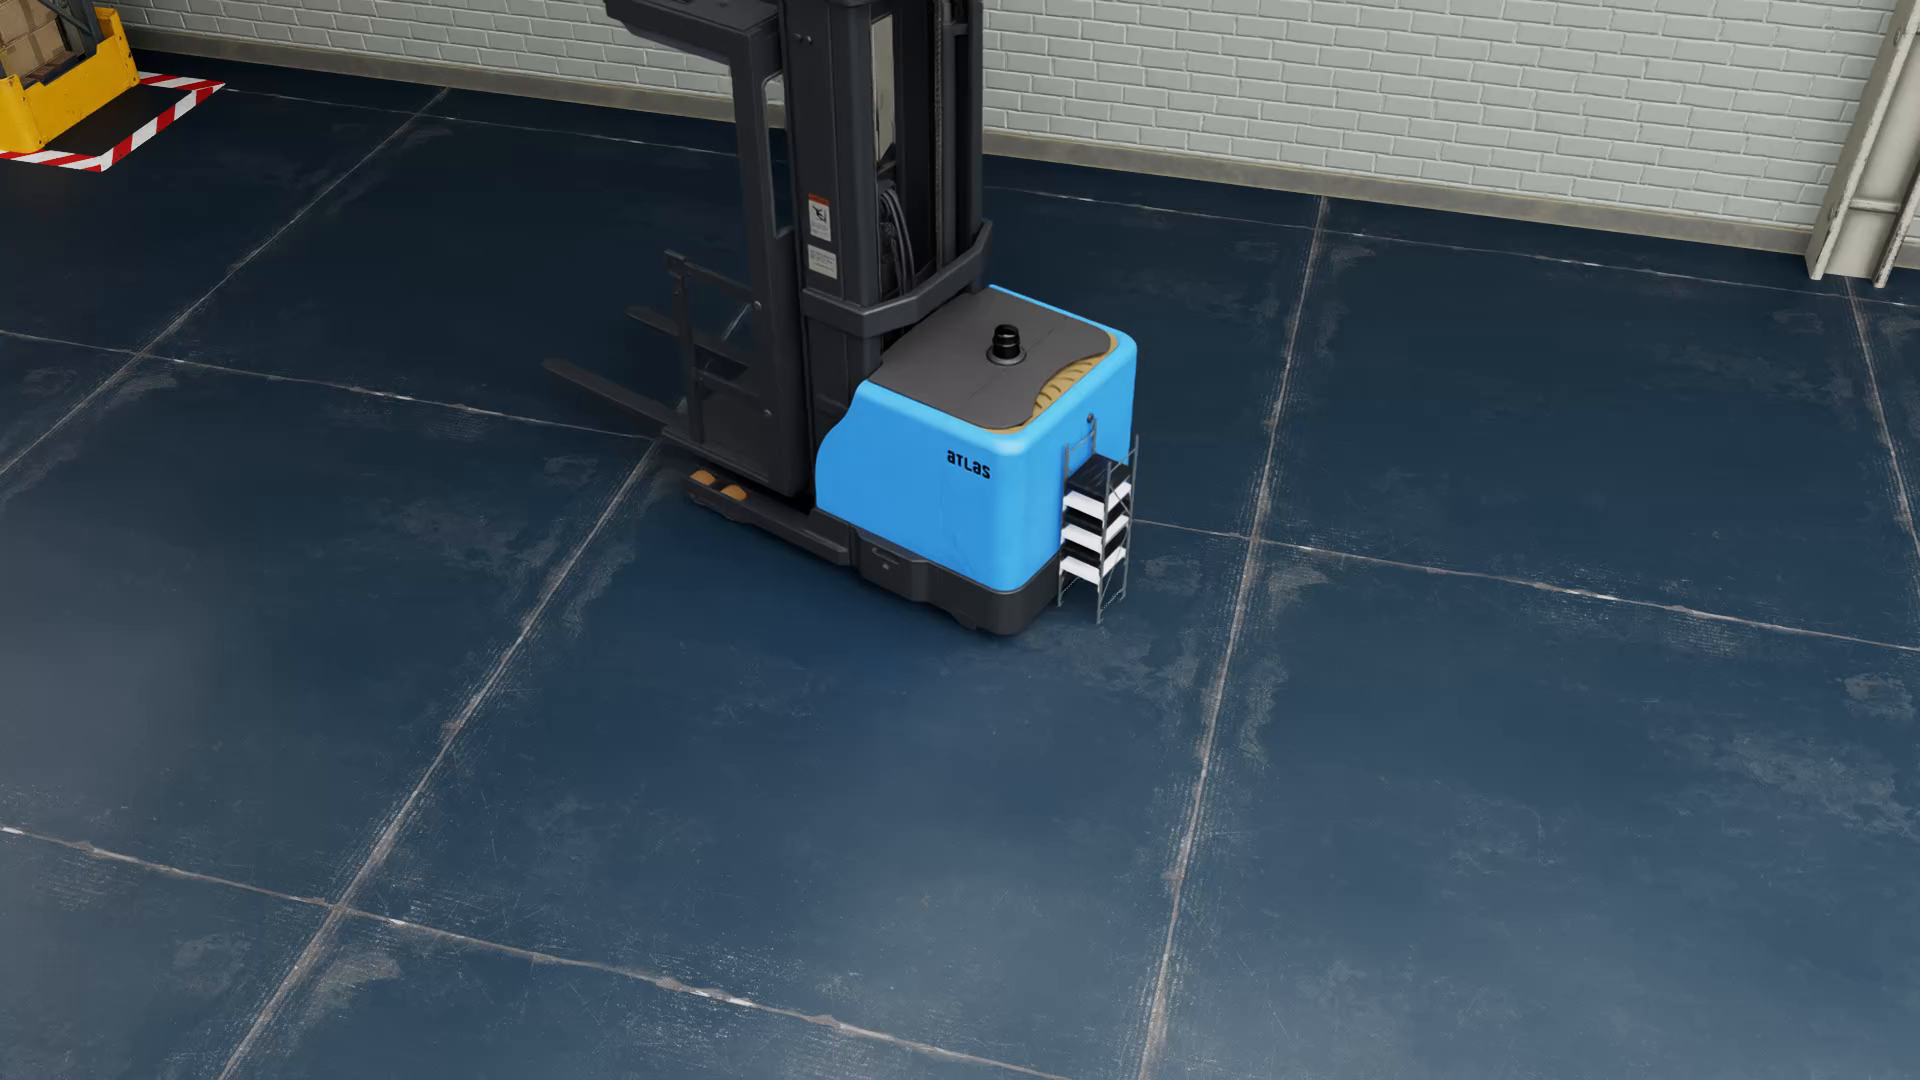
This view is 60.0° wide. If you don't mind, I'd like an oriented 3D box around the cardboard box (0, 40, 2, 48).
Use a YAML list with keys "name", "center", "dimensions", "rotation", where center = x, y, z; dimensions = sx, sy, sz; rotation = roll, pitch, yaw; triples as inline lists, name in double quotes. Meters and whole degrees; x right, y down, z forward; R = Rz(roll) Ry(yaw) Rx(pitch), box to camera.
- name: "cardboard box"
  center: [-6.582, -3.219, 10.698]
  dimensions: [0.500, 0.250, 0.500]
  rotation: [9, 41, 11]

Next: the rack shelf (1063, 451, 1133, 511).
- name: "rack shelf"
  center: [0.588, -0.249, 7.003]
  dimensions: [0.200, 0.077, 0.258]
  rotation: [24, 46, 26]

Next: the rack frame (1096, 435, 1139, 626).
- name: "rack frame"
  center: [0.671, -0.030, 7.110]
  dimensions: [0.006, 0.900, 0.240]
  rotation: [24, 46, 26]

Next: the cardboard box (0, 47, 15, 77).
- name: "cardboard box"
  center: [-6.566, -3.023, 10.853]
  dimensions: [0.500, 0.250, 0.500]
  rotation: [10, 41, 12]

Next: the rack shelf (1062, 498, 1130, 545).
- name: "rack shelf"
  center: [0.588, -0.111, 7.119]
  dimensions: [0.200, 0.077, 0.258]
  rotation: [24, 46, 26]

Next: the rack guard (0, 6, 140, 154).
- name: "rack guard"
  center: [-6.008, -3.072, 11.043]
  dimensions: [0.348, 0.500, 1.175]
  rotation: [10, 41, 11]

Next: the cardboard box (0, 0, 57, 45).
- name: "cardboard box"
  center: [-6.431, -3.540, 11.079]
  dimensions: [0.500, 0.250, 0.500]
  rotation: [10, 41, 12]

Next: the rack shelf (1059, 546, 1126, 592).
- name: "rack shelf"
  center: [0.588, 0.096, 7.293]
  dimensions: [0.200, 0.077, 0.258]
  rotation: [24, 46, 26]

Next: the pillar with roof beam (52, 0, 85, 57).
- name: "pillar with roof beam"
  center: [-7.583, -4.331, 5.935]
  dimensions: [0.400, 9.000, 9.100]
  rotation: [10, 41, 11]

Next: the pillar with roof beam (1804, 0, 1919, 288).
- name: "pillar with roof beam"
  center: [4.009, -2.337, 3.560]
  dimensions: [0.400, 9.000, 9.100]
  rotation: [10, 41, 11]

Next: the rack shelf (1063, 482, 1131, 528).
- name: "rack shelf"
  center: [0.588, -0.180, 7.061]
  dimensions: [0.200, 0.077, 0.258]
  rotation: [24, 46, 26]

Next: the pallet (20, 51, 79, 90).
- name: "pallet"
  center: [-6.780, -3.066, 11.261]
  dimensions: [1.213, 0.211, 1.003]
  rotation: [10, 41, 11]

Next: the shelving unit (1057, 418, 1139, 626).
- name: "shelving unit"
  center: [0.588, -0.068, 7.155]
  dimensions: [0.210, 0.900, 0.258]
  rotation: [24, 46, 26]

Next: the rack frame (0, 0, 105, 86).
- name: "rack frame"
  center: [-6.031, -4.033, 10.244]
  dimensions: [0.127, 3.000, 1.000]
  rotation: [10, 41, 11]

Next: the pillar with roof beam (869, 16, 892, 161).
- name: "pillar with roof beam"
  center: [-1.787, -3.334, 4.747]
  dimensions: [0.400, 9.000, 9.100]
  rotation: [10, 41, 11]

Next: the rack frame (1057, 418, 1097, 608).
- name: "rack frame"
  center: [0.505, -0.105, 7.200]
  dimensions: [0.006, 0.900, 0.240]
  rotation: [24, 46, 26]

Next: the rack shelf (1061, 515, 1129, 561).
- name: "rack shelf"
  center: [0.588, -0.042, 7.177]
  dimensions: [0.200, 0.077, 0.258]
  rotation: [24, 46, 26]

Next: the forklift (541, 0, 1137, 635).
- name: "forklift"
  center: [-0.717, -1.469, 7.245]
  dimensions: [3.031, 2.935, 1.130]
  rotation: [24, 46, 26]

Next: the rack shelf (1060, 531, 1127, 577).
- name: "rack shelf"
  center: [0.588, 0.027, 7.235]
  dimensions: [0.200, 0.077, 0.258]
  rotation: [24, 46, 26]

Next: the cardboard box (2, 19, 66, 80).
- name: "cardboard box"
  center: [-6.455, -3.344, 11.235]
  dimensions: [0.500, 0.250, 0.500]
  rotation: [10, 41, 12]
